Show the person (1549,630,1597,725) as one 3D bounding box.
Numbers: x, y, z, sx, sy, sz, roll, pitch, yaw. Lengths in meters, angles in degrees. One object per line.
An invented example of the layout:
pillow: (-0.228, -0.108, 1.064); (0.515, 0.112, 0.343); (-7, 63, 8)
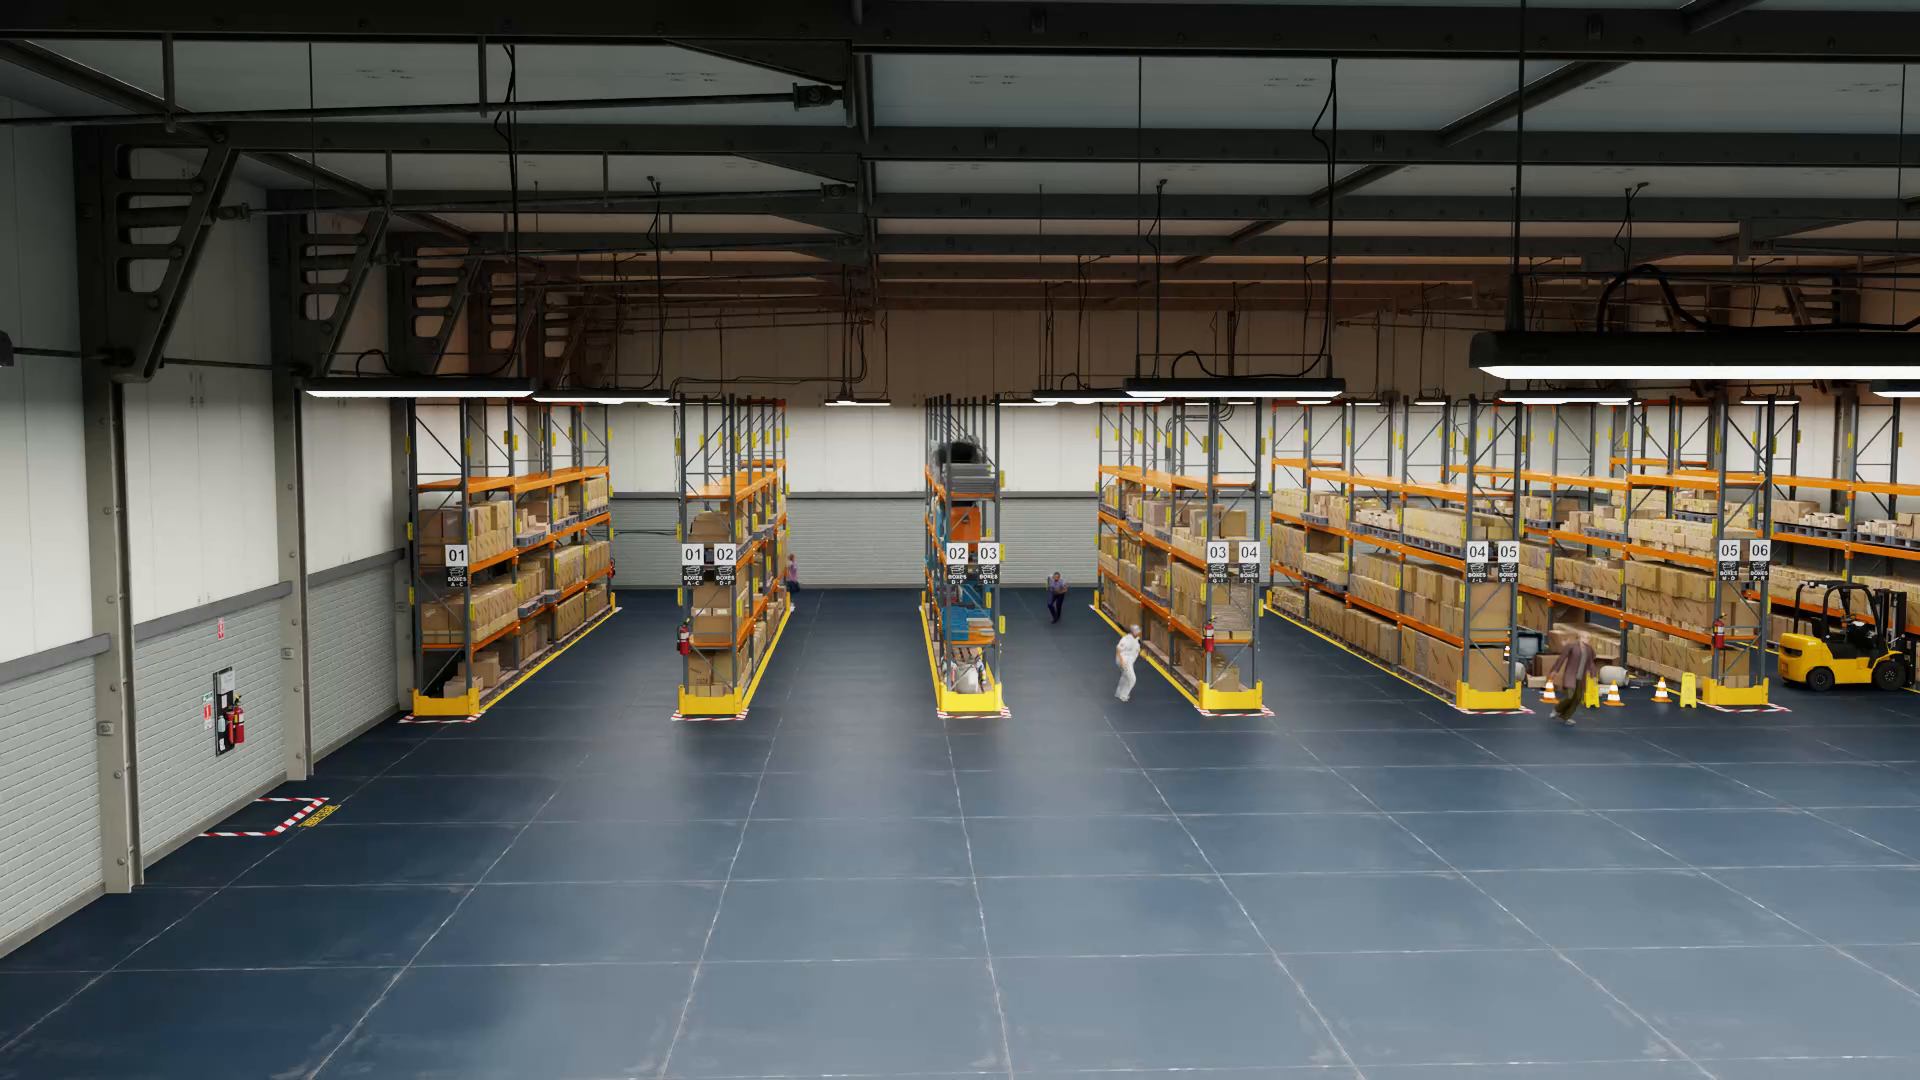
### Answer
person: (11.093, 2.484, 30.124); (0.745, 1.737, 0.604); (-1, 5, -18)

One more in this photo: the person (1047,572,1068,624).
person: (2.617, 1.516, 44.473); (0.613, 1.434, 1.105); (1, 5, 13)

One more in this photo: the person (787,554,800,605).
person: (-4.900, 1.147, 48.261); (0.472, 1.533, 0.539); (1, 5, 12)

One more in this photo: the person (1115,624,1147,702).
person: (3.284, 2.413, 32.622); (0.747, 1.595, 0.662); (3, 5, 32)
